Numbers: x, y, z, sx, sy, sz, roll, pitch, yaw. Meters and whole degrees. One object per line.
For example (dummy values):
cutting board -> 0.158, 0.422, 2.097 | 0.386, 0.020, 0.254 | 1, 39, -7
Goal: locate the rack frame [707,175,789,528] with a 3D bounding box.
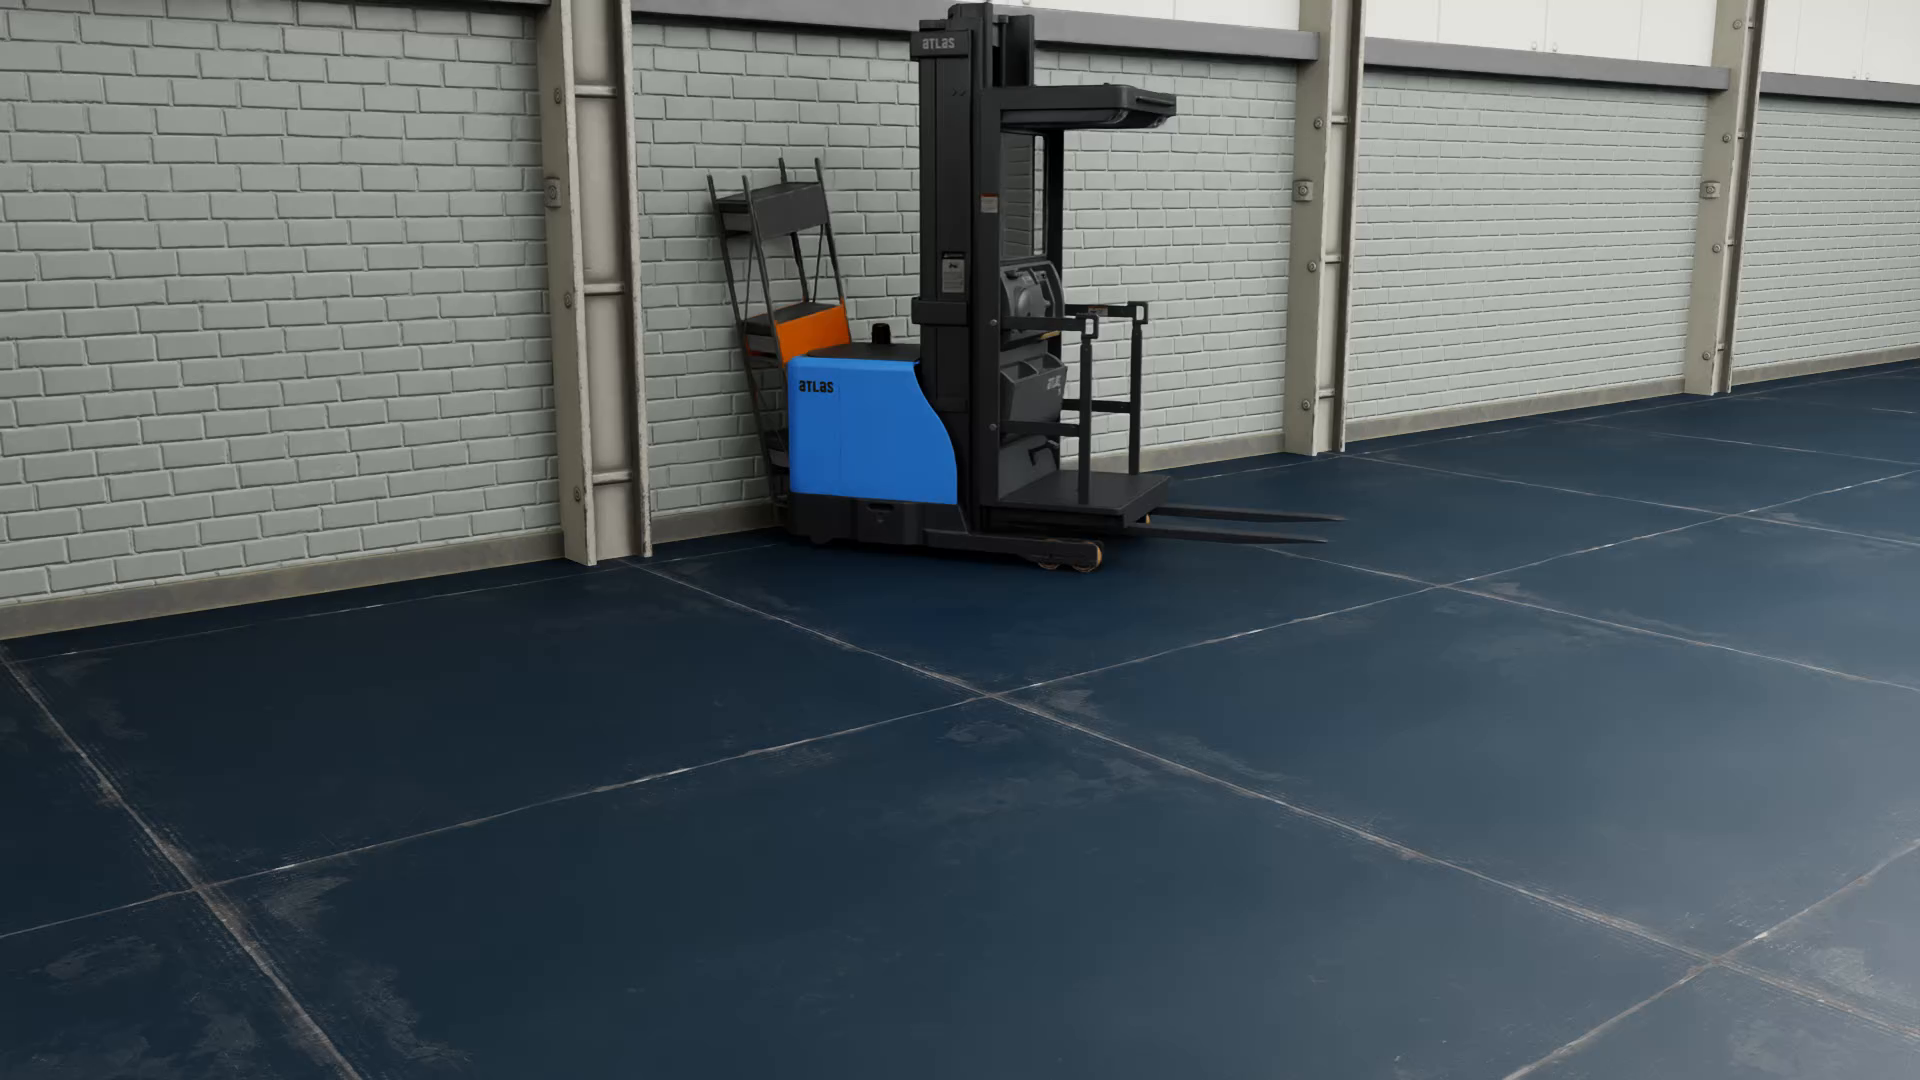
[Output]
rack frame -> -1.131, -1.034, 9.520 | 0.015, 2.100, 0.400 | -23, 24, -34

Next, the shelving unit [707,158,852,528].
shelving unit -> -0.946, -1.114, 9.658 | 0.503, 2.100, 0.431 | -23, 24, -34

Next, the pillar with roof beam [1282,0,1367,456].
pillar with roof beam -> 5.423, -4.393, 8.654 | 0.400, 9.000, 9.100 | -9, 15, -38

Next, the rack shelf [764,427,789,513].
rack shelf -> -0.839, -0.450, 9.897 | 0.480, 0.518, 0.431 | -23, 24, -34

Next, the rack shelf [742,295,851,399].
rack shelf -> -0.944, -1.101, 9.663 | 0.480, 0.518, 0.431 | -23, 24, -34

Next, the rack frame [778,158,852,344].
rack frame -> -0.760, -1.193, 9.796 | 0.015, 2.100, 0.400 | -23, 24, -34

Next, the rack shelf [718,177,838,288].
rack shelf -> -1.048, -1.752, 9.429 | 0.480, 0.518, 0.431 | -23, 24, -34

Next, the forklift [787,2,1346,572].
forklift -> 0.587, -1.386, 9.101 | 3.031, 2.935, 1.130 | 5, 13, 21
